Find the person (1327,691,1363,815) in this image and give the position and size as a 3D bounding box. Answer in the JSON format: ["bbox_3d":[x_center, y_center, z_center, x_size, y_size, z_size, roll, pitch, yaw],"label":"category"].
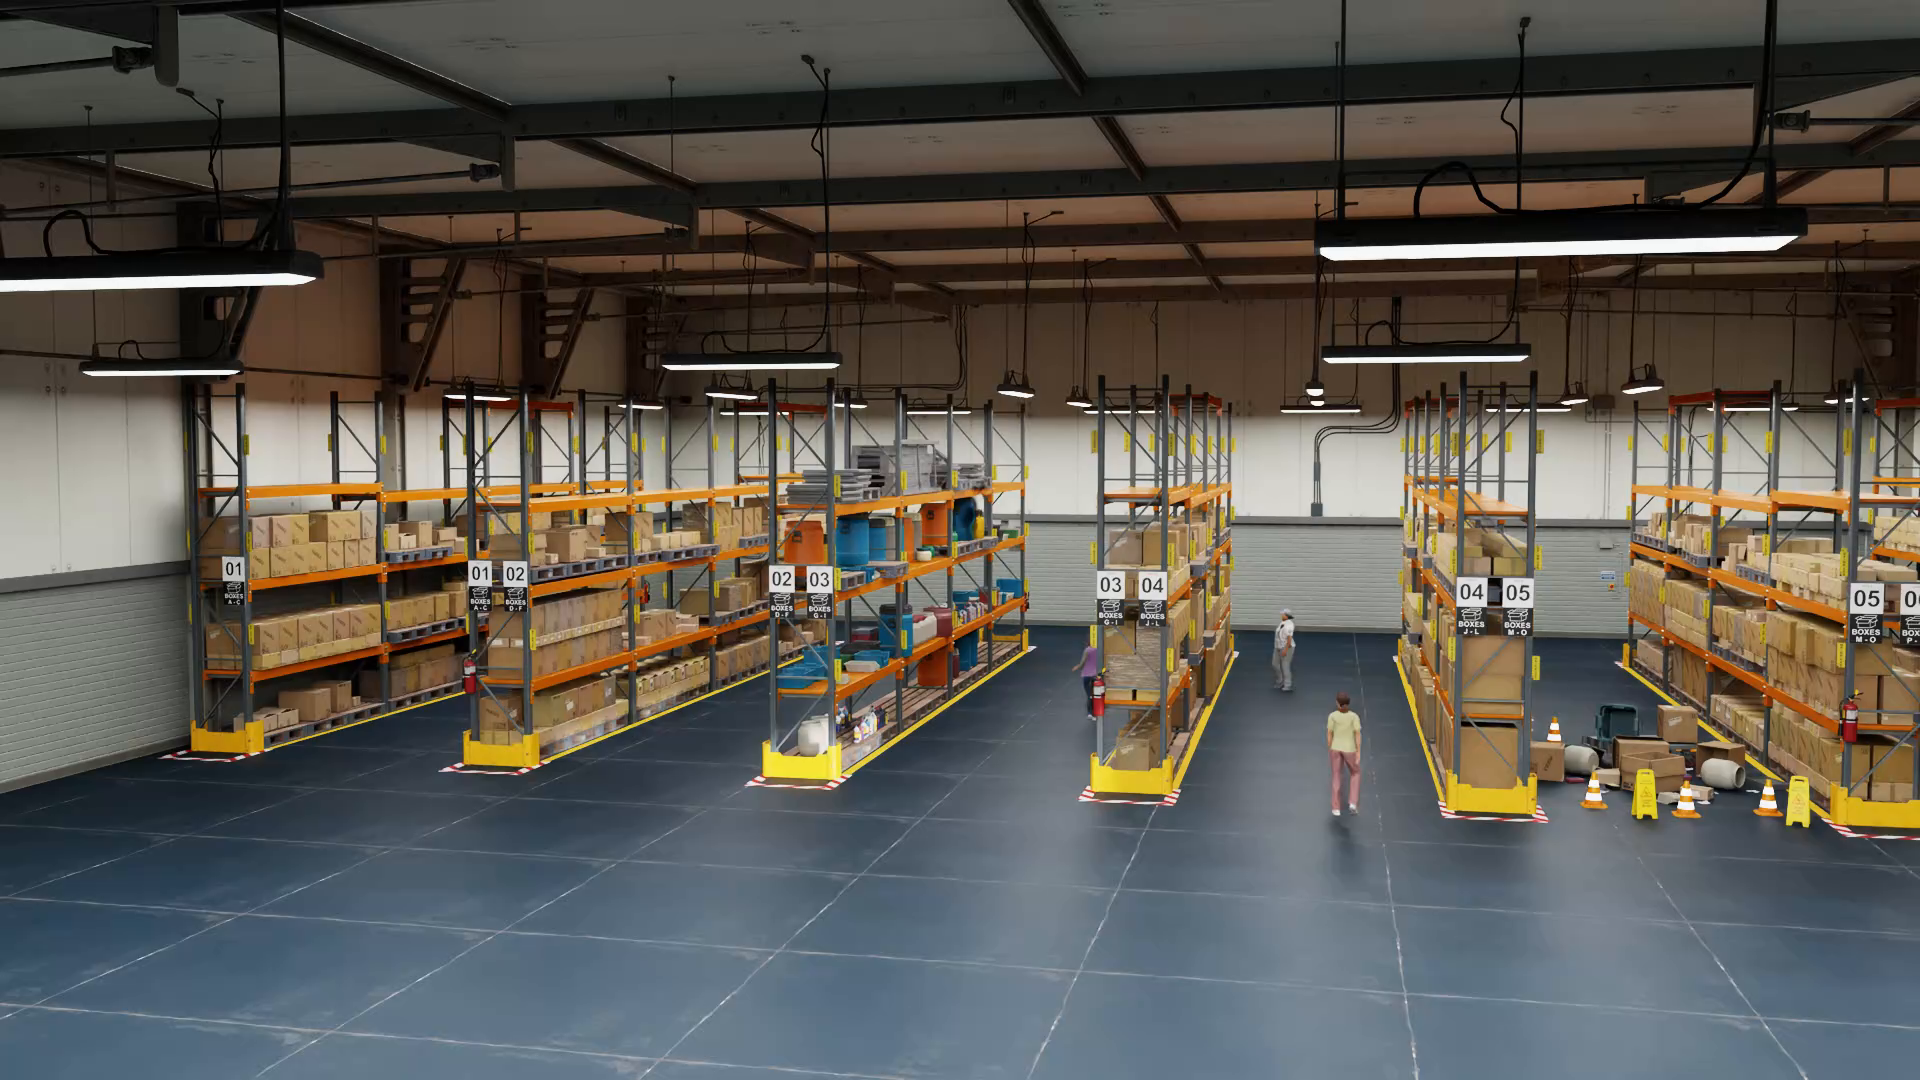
[{"bbox_3d":[5.204,2.895,22.450,0.480,1.717,0.553,2,4,32],"label":"person"}]

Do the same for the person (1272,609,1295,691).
[{"bbox_3d":[6.633,2.262,34.077,0.413,1.719,0.603,-1,4,-23],"label":"person"}]

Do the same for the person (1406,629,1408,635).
[{"bbox_3d":[11.230,1.832,41.008,0.493,1.638,0.955,3,4,41],"label":"person"}]

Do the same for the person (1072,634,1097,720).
[{"bbox_3d":[2.396,2.482,30.233,0.523,1.555,0.703,-1,4,-24],"label":"person"}]
